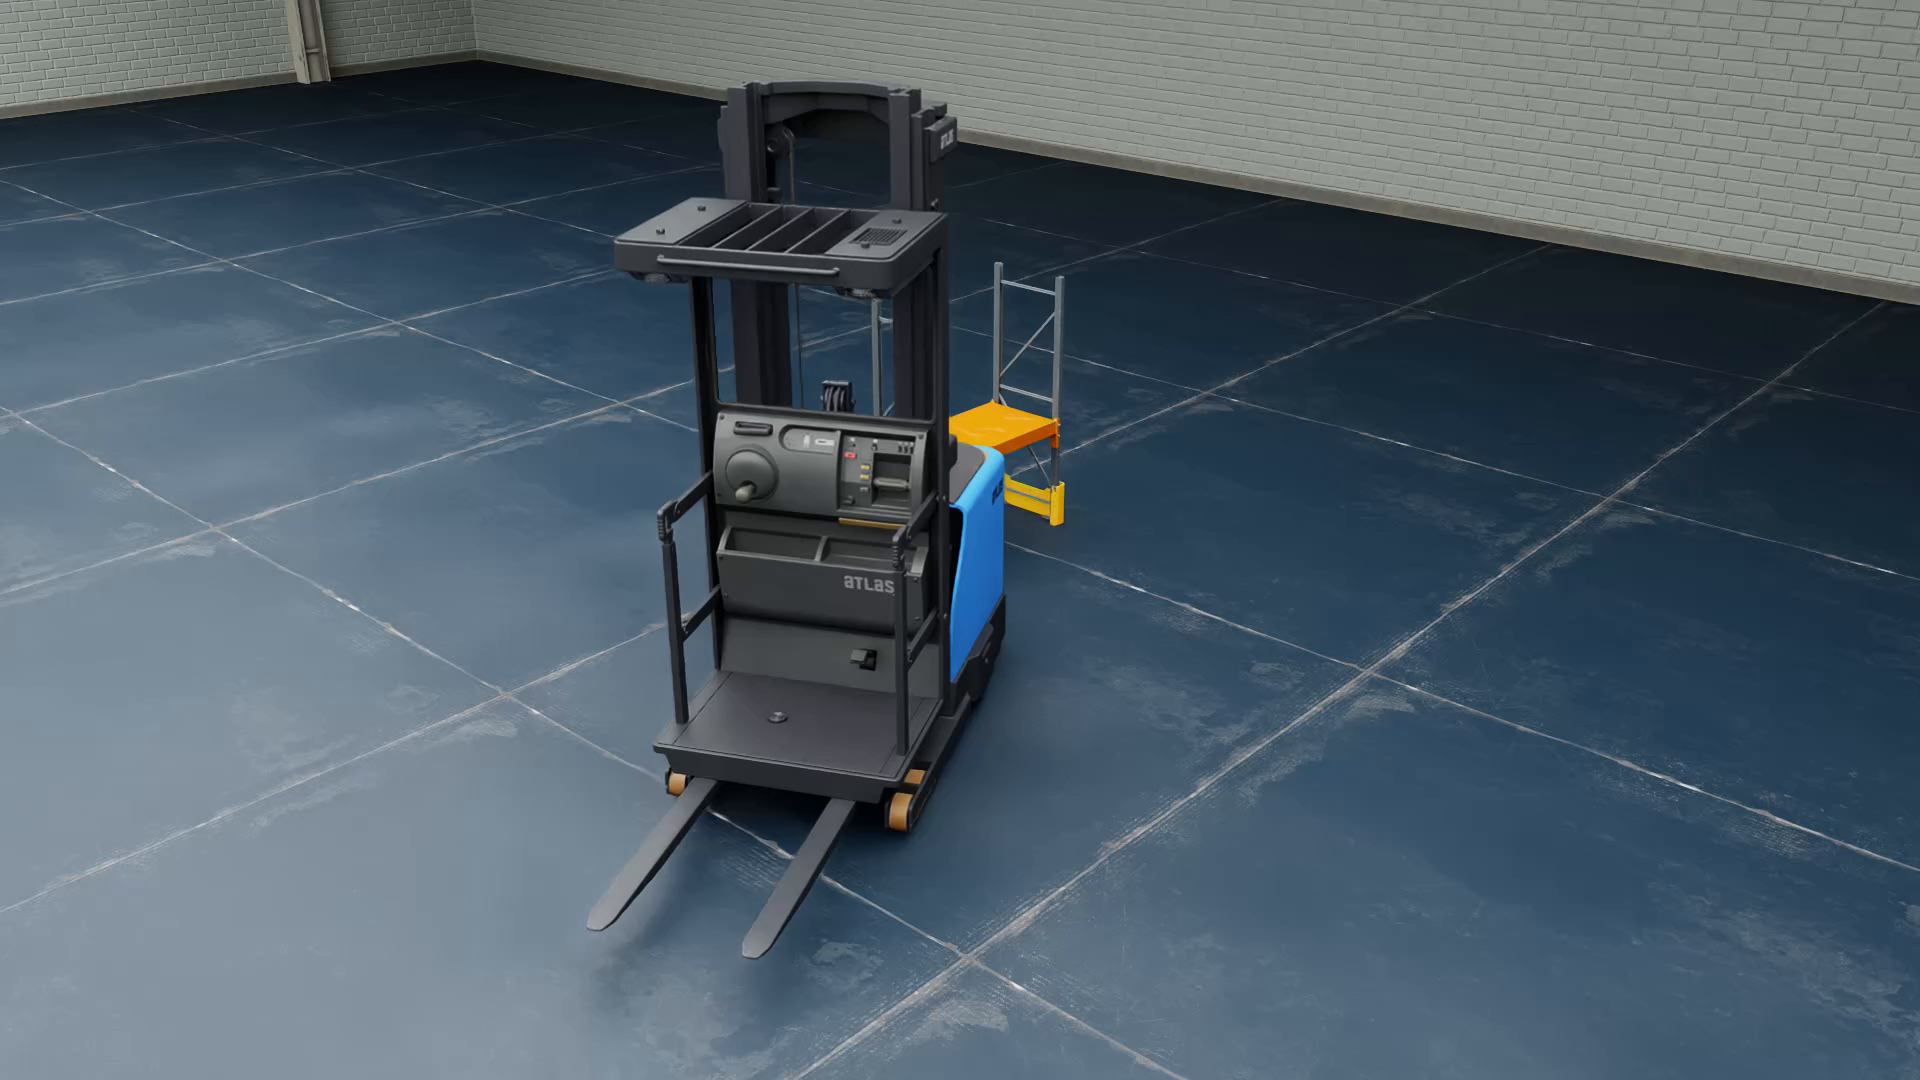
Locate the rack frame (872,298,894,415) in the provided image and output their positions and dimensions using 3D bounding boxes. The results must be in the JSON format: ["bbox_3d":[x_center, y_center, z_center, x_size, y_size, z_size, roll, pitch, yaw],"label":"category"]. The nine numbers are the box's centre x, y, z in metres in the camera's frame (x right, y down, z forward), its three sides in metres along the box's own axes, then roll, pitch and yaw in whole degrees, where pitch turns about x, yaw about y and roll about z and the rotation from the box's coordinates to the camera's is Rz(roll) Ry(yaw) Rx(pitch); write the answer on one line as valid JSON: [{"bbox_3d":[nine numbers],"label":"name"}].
[{"bbox_3d":[-0.282,-0.555,9.156,0.500,1.500,0.032,20,31,38],"label":"rack frame"}]

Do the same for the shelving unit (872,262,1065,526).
[{"bbox_3d":[0.051,-0.708,9.495,0.587,1.500,1.083,20,31,38],"label":"shelving unit"}]

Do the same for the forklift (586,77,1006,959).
[{"bbox_3d":[-0.646,-0.284,6.800,1.130,2.935,3.031,6,25,14],"label":"forklift"}]

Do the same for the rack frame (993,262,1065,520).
[{"bbox_3d":[0.396,-0.865,9.847,0.500,1.500,0.032,20,31,38],"label":"rack frame"}]

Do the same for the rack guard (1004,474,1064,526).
[{"bbox_3d":[0.383,-0.289,10.089,0.587,0.250,0.087,20,31,38],"label":"rack guard"}]

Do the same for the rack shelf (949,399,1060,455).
[{"bbox_3d":[0.057,-0.546,9.575,0.538,0.185,1.000,20,31,38],"label":"rack shelf"}]

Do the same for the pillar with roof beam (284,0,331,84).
[{"bbox_3d":[-6.638,-9.924,20.885,9.100,9.000,0.400,20,31,38],"label":"pillar with roof beam"}]
